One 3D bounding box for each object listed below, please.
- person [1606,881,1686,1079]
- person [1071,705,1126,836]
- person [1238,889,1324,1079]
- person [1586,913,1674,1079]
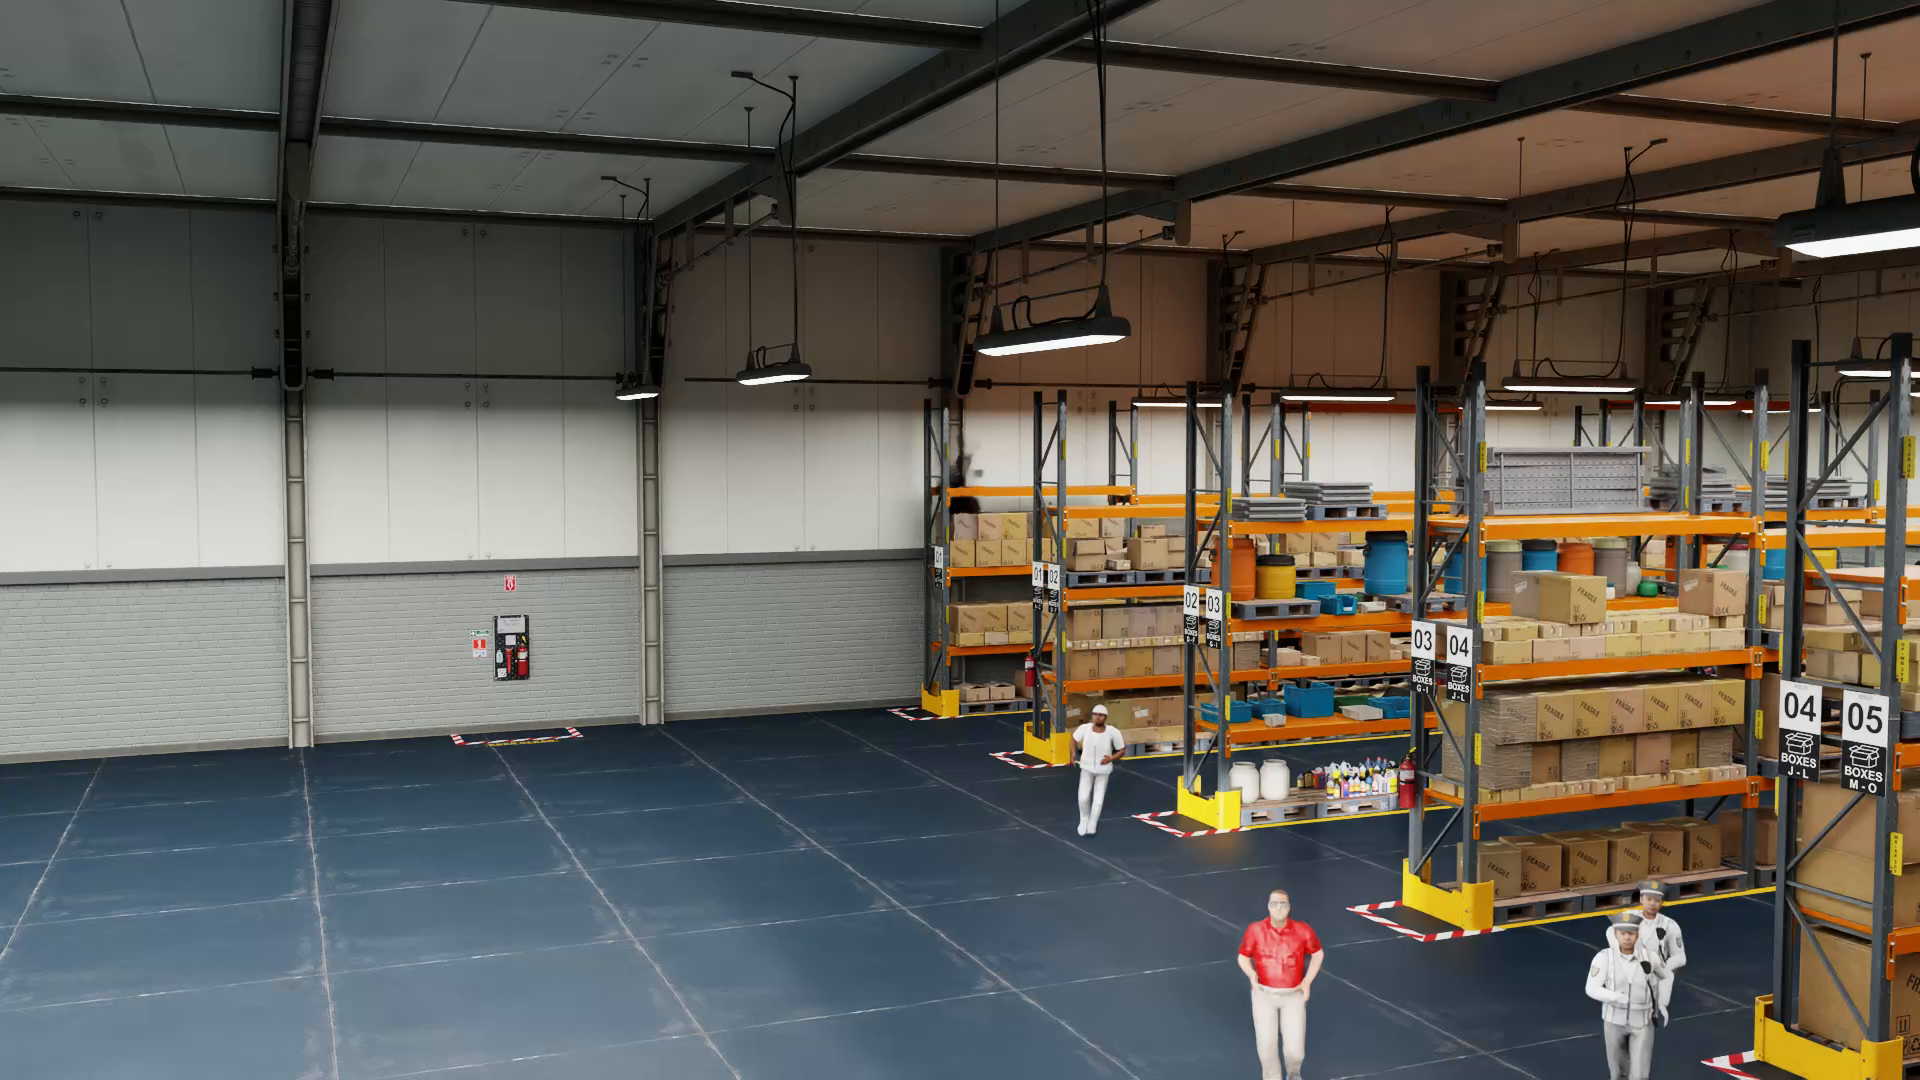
[{"bbox_3d":[5.465,3.563,13.268,0.595,1.735,0.617,1,4,23],"label":"person"},{"bbox_3d":[1.788,3.014,21.719,0.735,1.742,0.579,1,3,12],"label":"person"},{"bbox_3d":[2.470,3.559,12.860,0.653,1.677,0.606,1,3,13],"label":"person"},{"bbox_3d":[4.923,3.595,12.251,0.583,1.752,0.725,2,4,26],"label":"person"}]
